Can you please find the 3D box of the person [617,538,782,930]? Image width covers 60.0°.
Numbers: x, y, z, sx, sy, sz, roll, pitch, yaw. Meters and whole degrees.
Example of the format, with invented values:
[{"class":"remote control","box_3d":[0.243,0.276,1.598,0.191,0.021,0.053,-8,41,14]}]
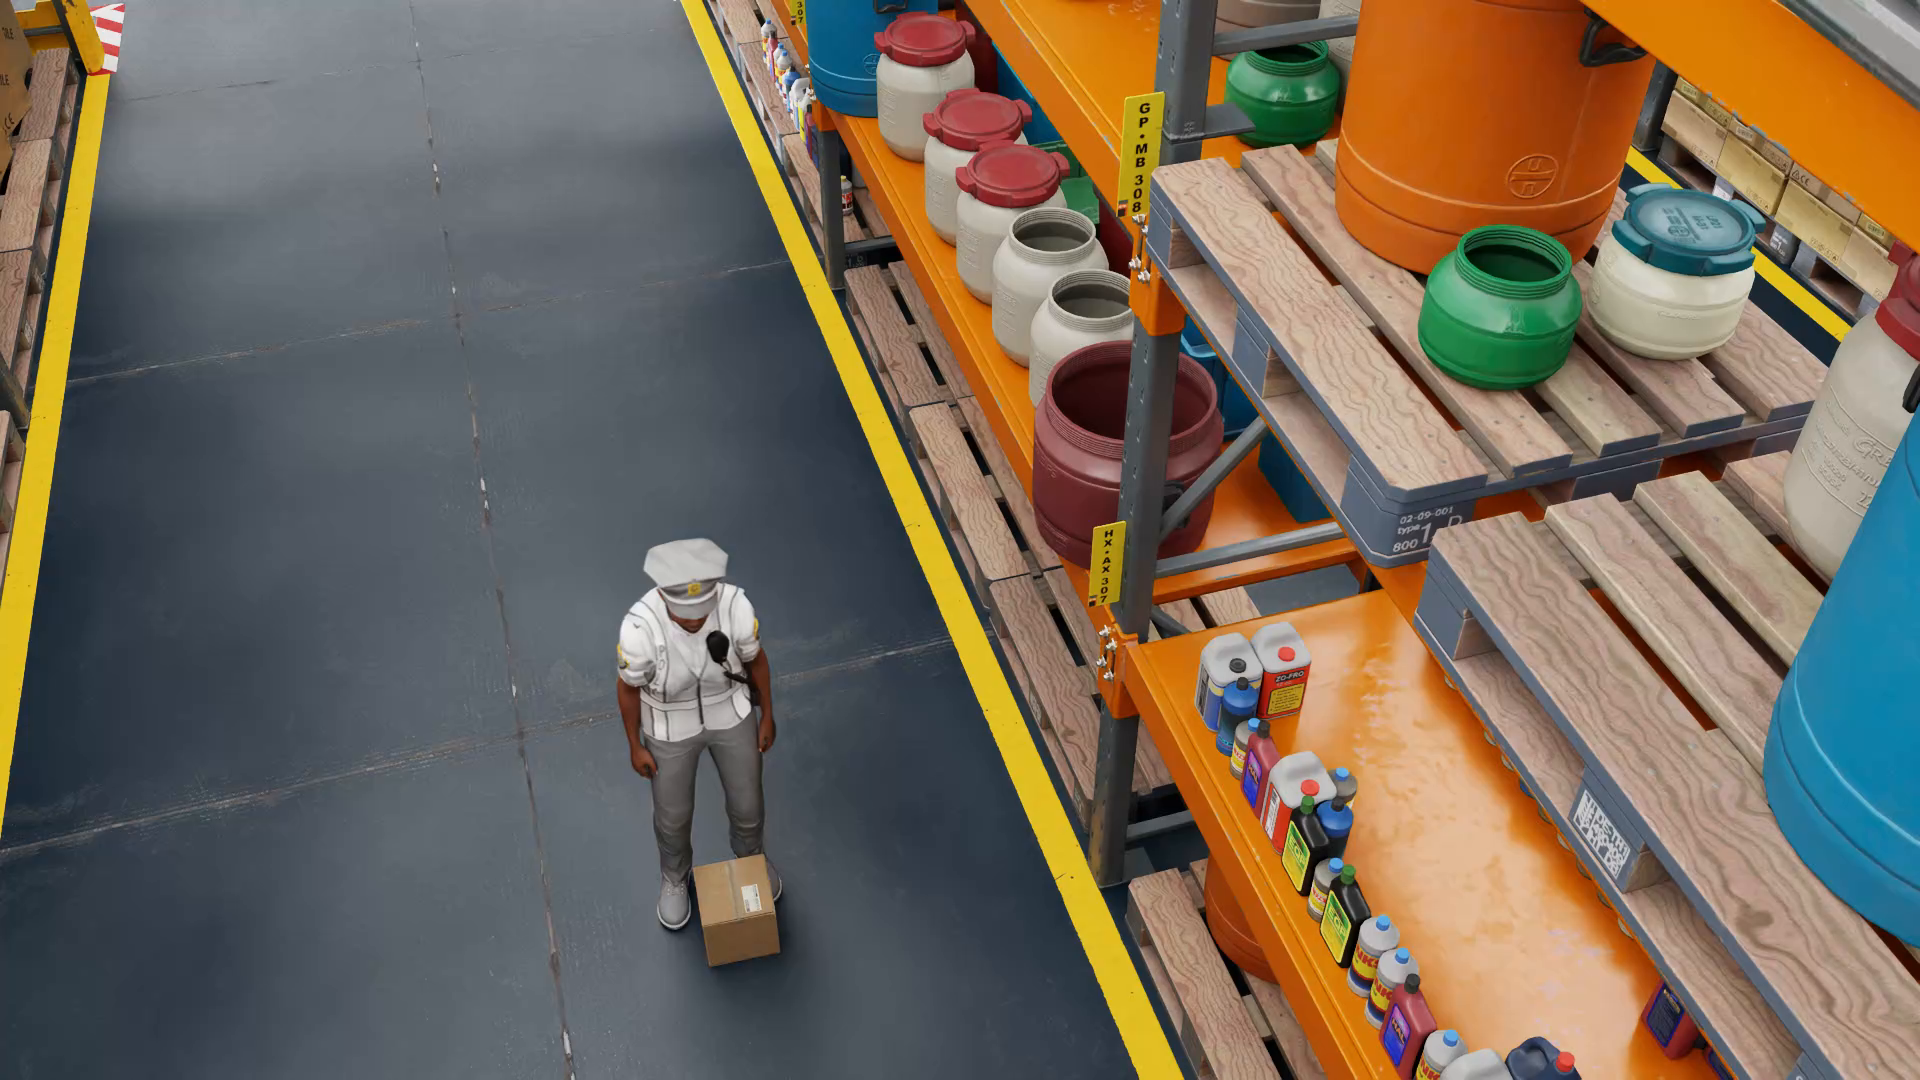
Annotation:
[{"class":"person","box_3d":[-0.859,0.623,5.482,0.509,1.657,0.396,-12,44,-13]}]
